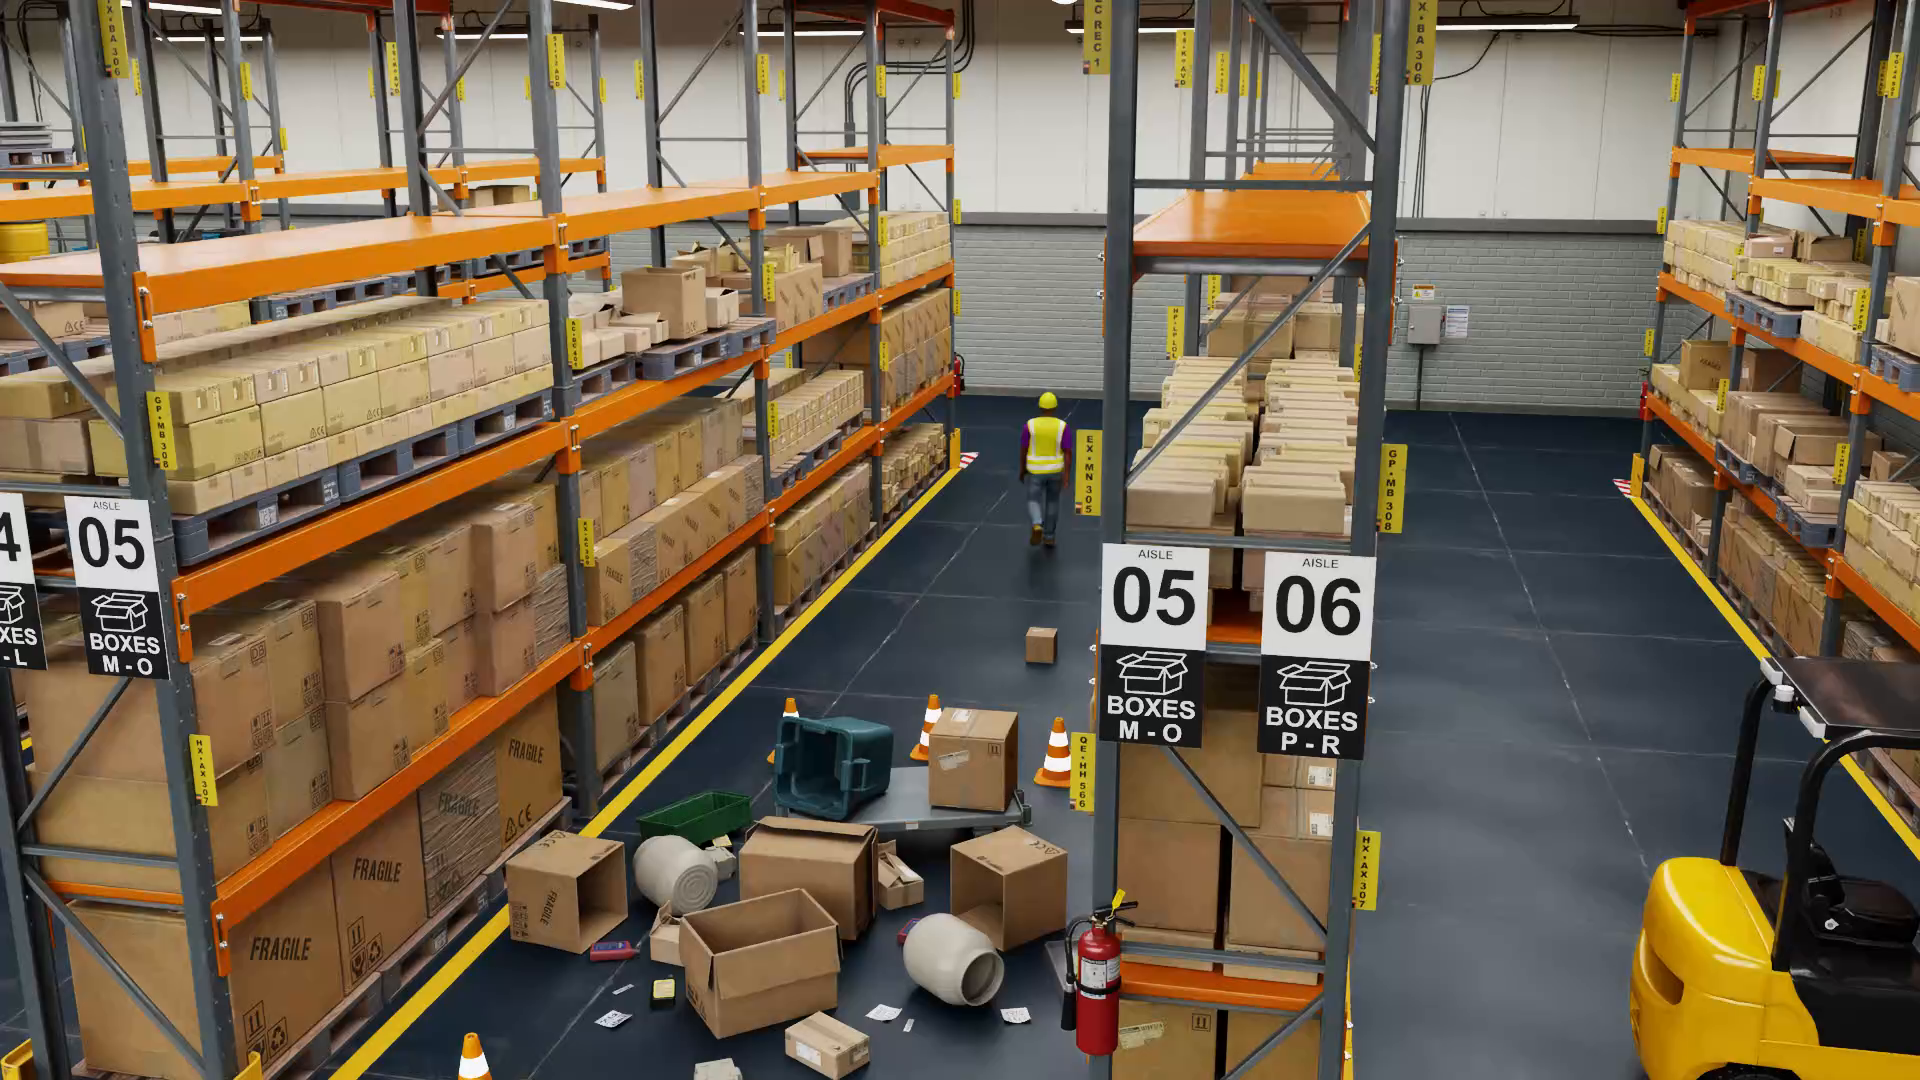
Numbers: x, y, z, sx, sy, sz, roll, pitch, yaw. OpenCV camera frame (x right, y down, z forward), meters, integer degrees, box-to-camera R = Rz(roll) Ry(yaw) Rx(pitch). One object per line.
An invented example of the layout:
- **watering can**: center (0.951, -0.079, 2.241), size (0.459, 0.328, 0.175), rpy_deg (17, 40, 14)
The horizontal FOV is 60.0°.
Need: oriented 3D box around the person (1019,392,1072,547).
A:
- **person**: center (0.943, -0.763, 18.343), size (0.563, 1.747, 0.762), rpy_deg (-1, 15, -2)
